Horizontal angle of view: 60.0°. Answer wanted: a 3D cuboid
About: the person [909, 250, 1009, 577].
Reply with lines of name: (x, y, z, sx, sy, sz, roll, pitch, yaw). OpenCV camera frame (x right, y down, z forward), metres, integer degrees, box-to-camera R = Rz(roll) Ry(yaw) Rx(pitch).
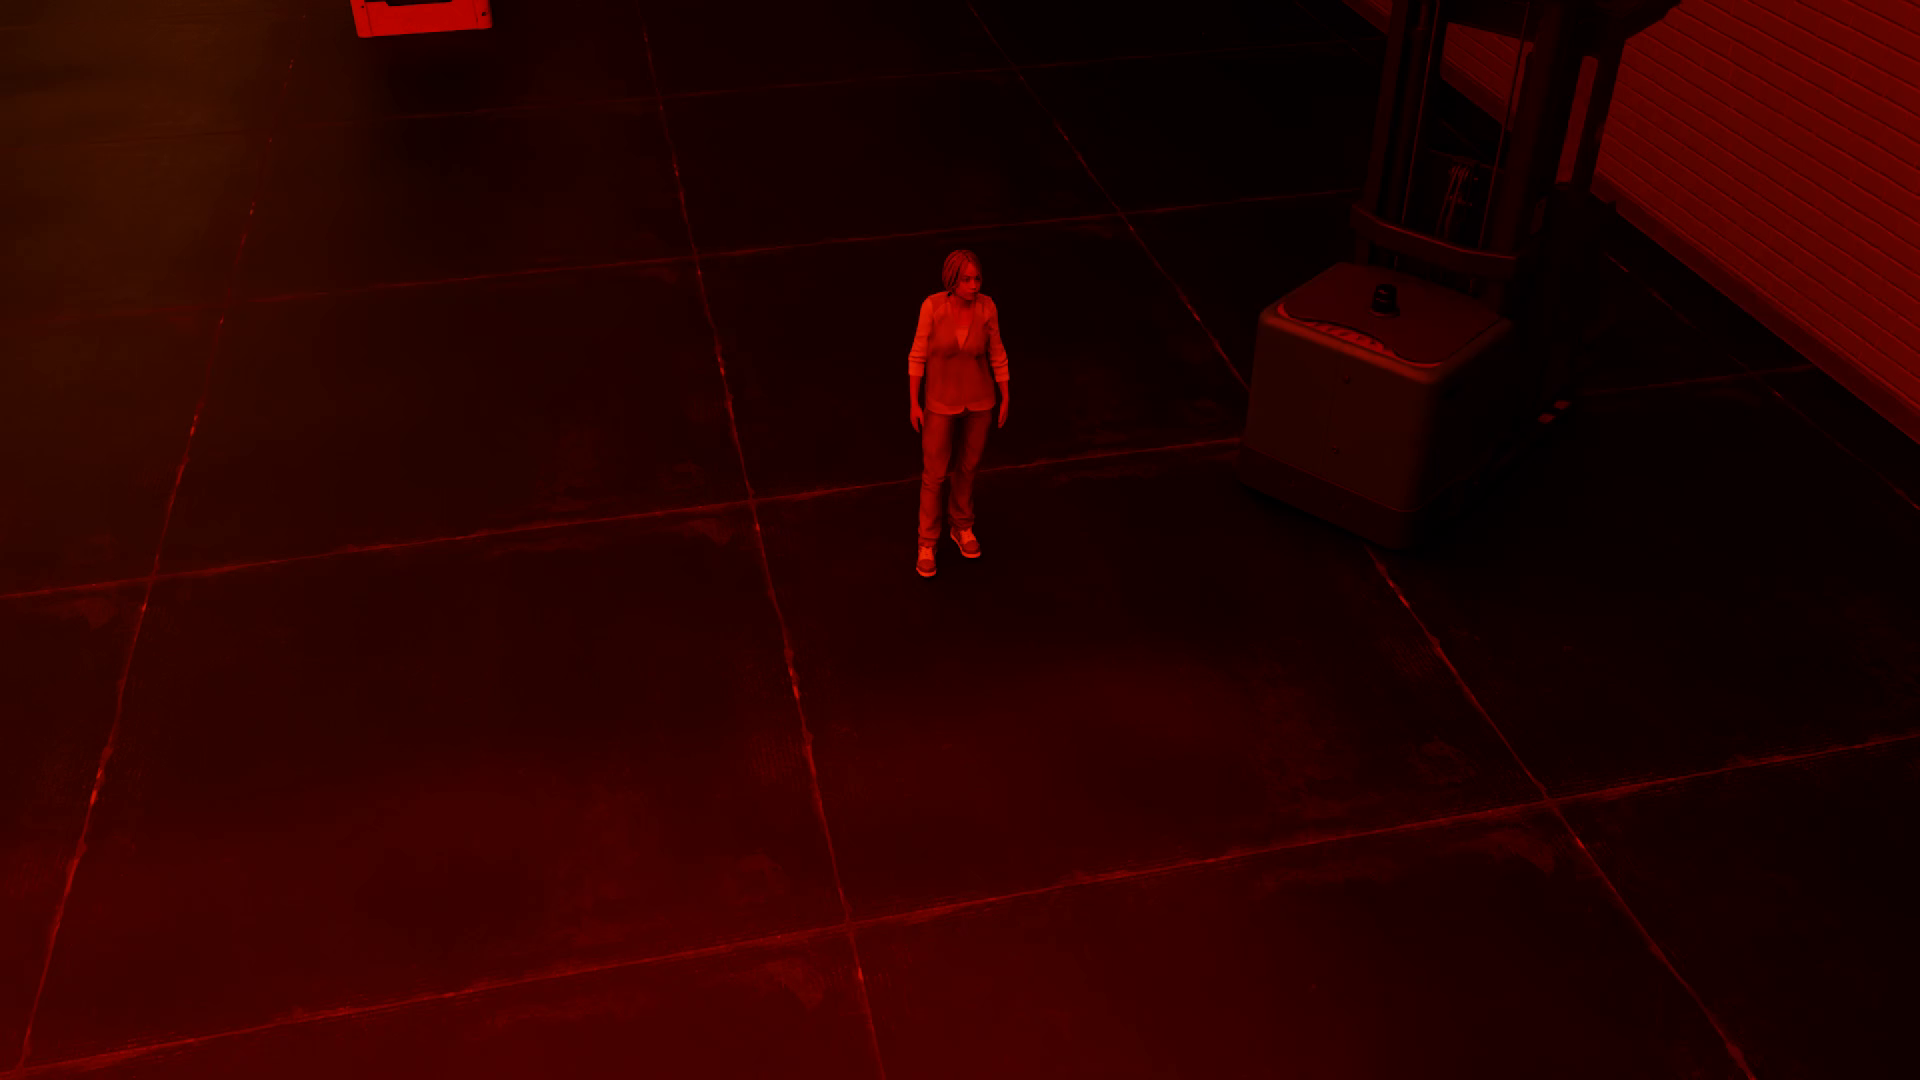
person: (0.002, -0.611, 8.028, 0.520, 1.597, 0.475, -8, 36, -11)

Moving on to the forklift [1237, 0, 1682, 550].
forklift: (2.846, -1.915, 8.711, 1.130, 2.935, 3.031, 28, 44, 33)
